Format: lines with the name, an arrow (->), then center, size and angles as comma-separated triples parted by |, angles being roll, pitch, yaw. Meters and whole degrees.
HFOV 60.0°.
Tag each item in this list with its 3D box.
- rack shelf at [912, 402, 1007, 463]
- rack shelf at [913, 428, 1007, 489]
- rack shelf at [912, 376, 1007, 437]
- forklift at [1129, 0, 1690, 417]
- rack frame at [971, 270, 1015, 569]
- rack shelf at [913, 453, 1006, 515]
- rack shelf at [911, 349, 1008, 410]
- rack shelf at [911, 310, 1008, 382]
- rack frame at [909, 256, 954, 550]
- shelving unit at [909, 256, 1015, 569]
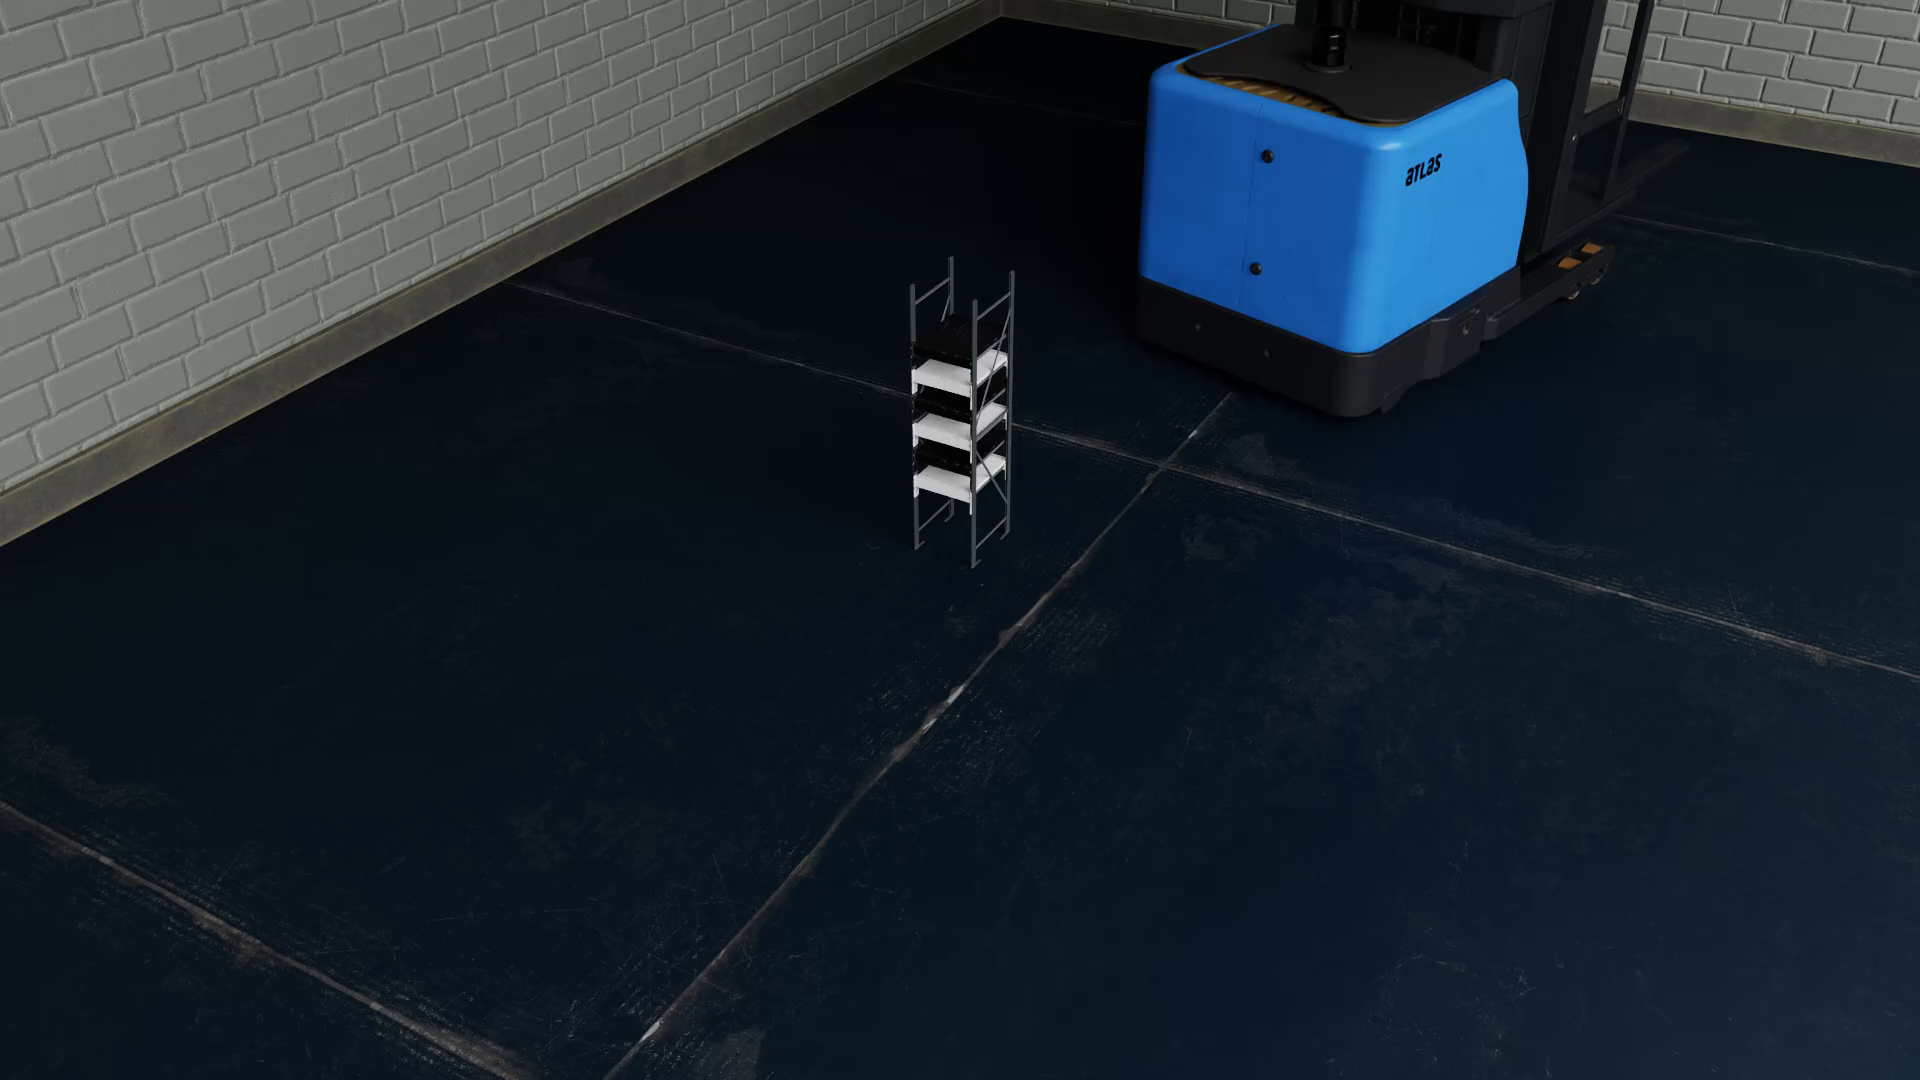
rack shelf -> 0.007, -0.345, 5.016 | 0.200, 0.077, 0.258 | 18, 37, 24
rack shelf -> 0.007, -0.270, 5.066 | 0.200, 0.077, 0.258 | 18, 37, 24
rack shelf -> 0.007, -0.419, 4.966 | 0.200, 0.077, 0.258 | 18, 37, 24
forklift -> 2.029, -2.366, 6.159 | 1.130, 2.935, 3.031 | 28, 43, 35
rack frame -> 0.095, -0.344, 4.955 | 0.006, 0.900, 0.240 | 18, 37, 24
rack shelf -> 0.007, -0.195, 5.115 | 0.200, 0.077, 0.258 | 18, 37, 24
rack shelf -> 0.007, -0.494, 4.916 | 0.200, 0.077, 0.258 | 18, 37, 24
rack shelf -> 0.007, -0.569, 4.866 | 0.200, 0.077, 0.258 | 18, 37, 24
rack frame -> -0.081, -0.400, 5.039 | 0.006, 0.900, 0.240 | 18, 37, 24
shelving unit -> 0.007, -0.372, 4.997 | 0.210, 0.900, 0.258 | 18, 37, 24
